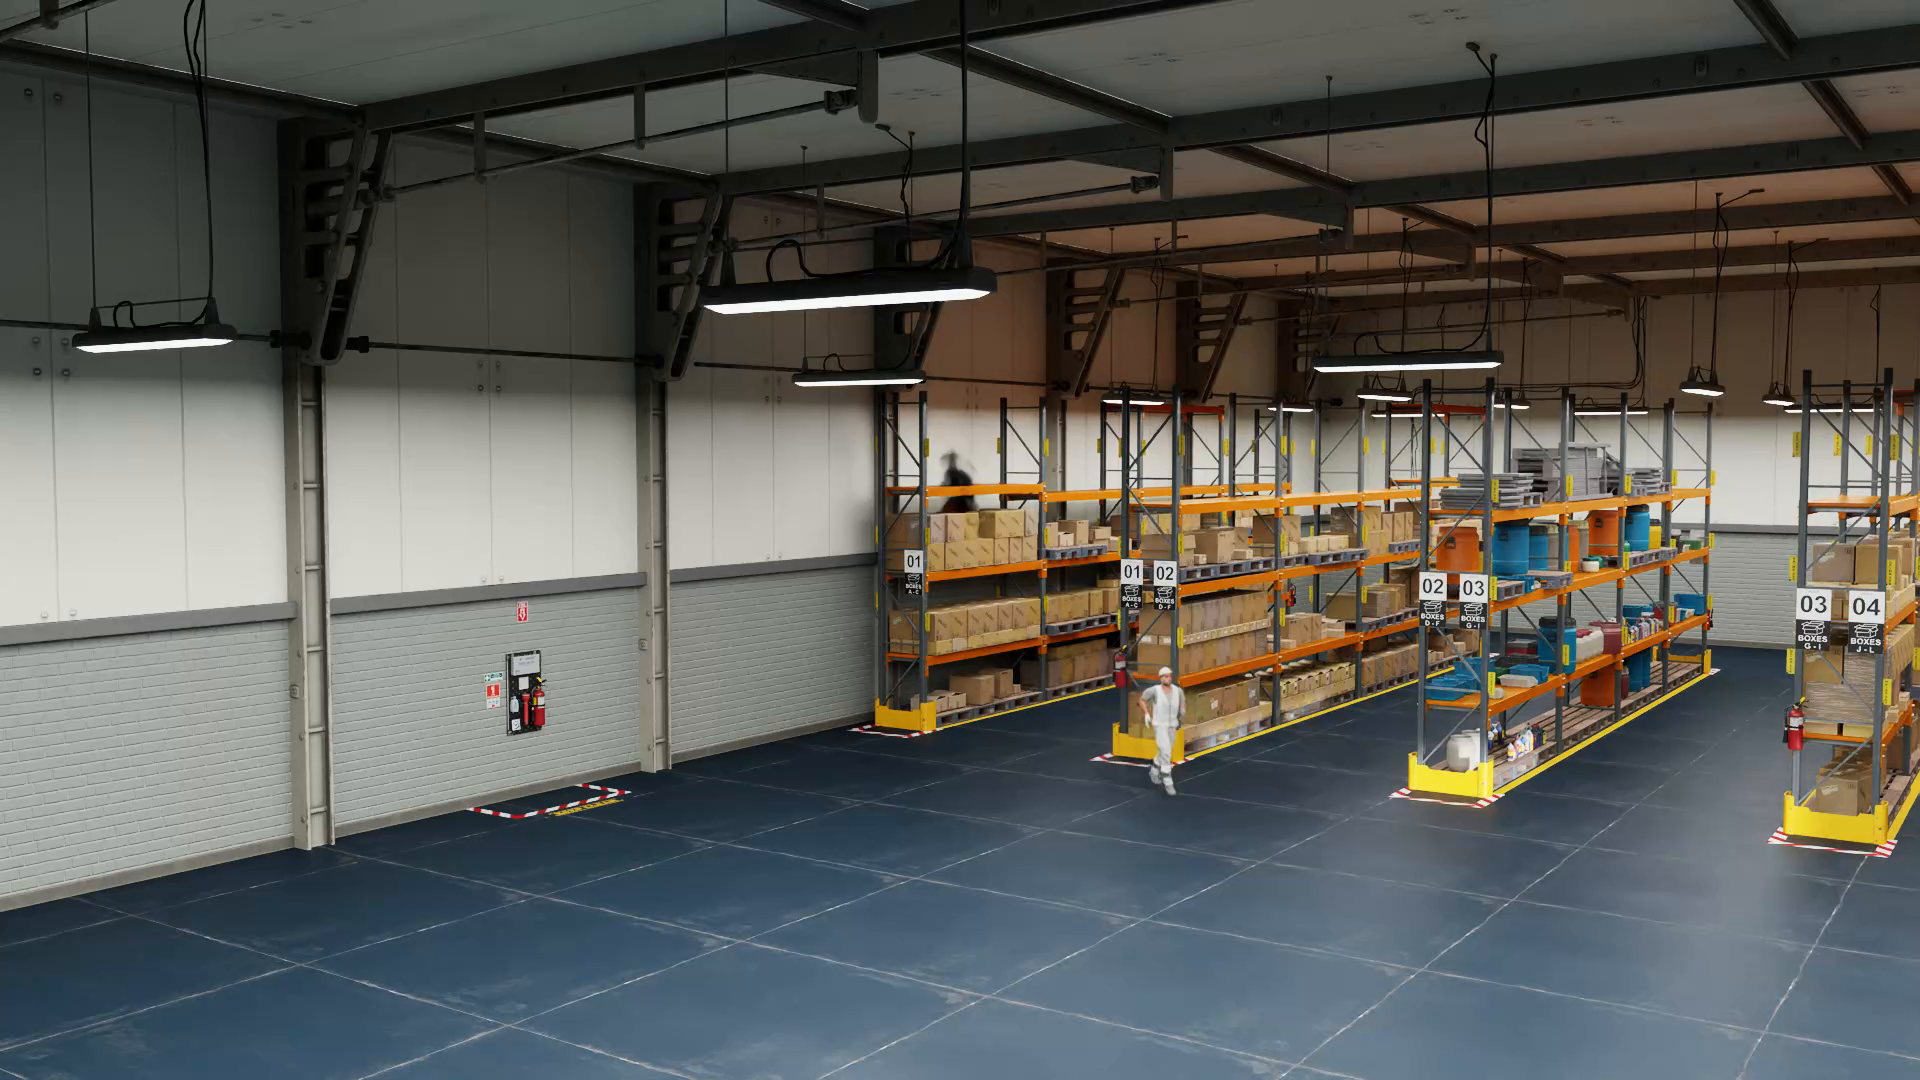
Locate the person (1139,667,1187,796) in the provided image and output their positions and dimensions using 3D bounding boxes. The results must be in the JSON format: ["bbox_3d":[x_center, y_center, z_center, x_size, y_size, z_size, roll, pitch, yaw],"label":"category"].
[{"bbox_3d":[2.997,2.734,24.196,0.640,1.803,0.913,-1,3,-25],"label":"person"}]
